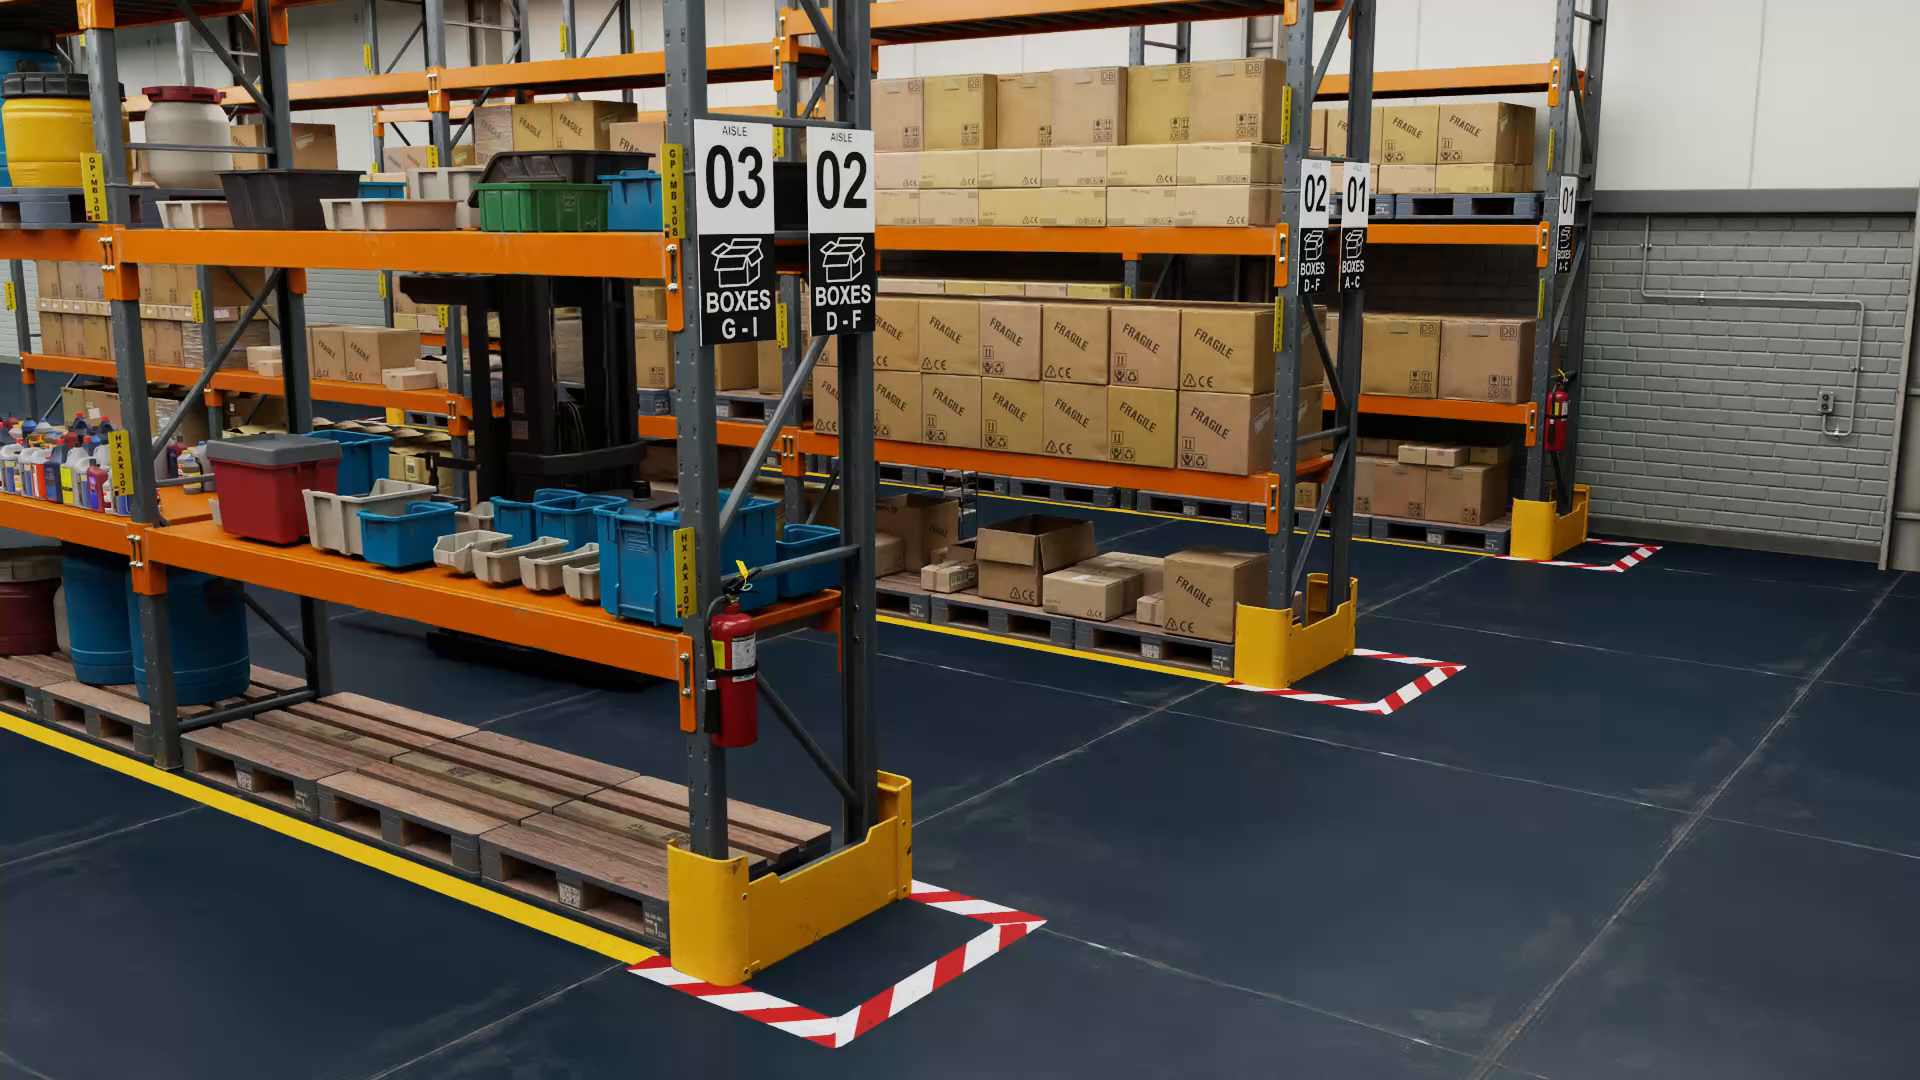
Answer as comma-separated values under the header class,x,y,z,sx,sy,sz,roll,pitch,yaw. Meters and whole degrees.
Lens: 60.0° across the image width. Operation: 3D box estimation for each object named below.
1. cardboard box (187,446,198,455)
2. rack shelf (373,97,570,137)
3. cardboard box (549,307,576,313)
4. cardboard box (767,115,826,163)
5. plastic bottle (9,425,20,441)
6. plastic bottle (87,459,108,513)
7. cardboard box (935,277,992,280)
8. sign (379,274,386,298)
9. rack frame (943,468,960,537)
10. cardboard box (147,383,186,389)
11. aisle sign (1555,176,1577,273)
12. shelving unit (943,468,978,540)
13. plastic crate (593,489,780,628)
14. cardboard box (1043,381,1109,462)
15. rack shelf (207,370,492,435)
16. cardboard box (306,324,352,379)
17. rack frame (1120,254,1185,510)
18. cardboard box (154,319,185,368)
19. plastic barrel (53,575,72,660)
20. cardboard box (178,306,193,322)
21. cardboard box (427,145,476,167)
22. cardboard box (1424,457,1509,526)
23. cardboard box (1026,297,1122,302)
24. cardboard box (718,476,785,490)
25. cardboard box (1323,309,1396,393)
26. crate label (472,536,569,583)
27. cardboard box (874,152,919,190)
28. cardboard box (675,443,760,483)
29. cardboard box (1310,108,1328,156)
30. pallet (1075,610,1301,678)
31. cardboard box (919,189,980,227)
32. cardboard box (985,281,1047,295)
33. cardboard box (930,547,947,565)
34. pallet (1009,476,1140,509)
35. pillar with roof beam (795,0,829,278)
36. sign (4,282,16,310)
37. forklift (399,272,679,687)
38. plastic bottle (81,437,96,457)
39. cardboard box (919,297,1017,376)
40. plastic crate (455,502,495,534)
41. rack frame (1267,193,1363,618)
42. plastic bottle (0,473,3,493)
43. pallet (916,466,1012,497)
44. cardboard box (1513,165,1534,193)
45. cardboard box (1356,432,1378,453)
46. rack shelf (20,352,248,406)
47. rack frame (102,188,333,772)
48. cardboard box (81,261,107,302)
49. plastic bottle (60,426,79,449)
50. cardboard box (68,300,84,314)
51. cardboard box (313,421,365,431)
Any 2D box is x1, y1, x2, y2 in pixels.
class,x,y,z,sx,sy,sz,roll,pitch,yaw
cardboard box,-7.933,-0.869,17.756,0.500,0.250,0.500,8,13,36
rack shelf,-6.113,-5.568,22.021,4.000,0.370,1.077,8,13,36
cardboard box,-5.065,-3.063,21.332,0.500,0.500,0.500,8,13,35
cardboard box,-1.344,-2.939,12.796,0.600,0.600,0.600,6,13,30
plastic bottle,-6.294,-0.667,11.102,0.097,0.201,0.097,0,11,0
plastic bottle,-4.640,-0.293,8.954,0.133,0.283,0.061,8,13,36
cardboard box,0.069,-2.748,18.262,0.500,0.250,0.500,8,13,34
sign,-8.046,-3.544,23.173,0.005,0.325,0.100,8,13,36
rack frame,-0.075,-0.452,14.999,0.006,0.900,0.240,8,13,36
cardboard box,-9.231,-1.543,19.267,0.500,0.500,0.500,8,13,36
aisle sign,5.051,-2.626,13.861,0.004,0.787,0.394,8,13,36
shelving unit,0.007,-0.441,14.940,0.210,0.900,0.258,8,13,36
plastic crate,-1.073,0.057,6.585,0.499,0.435,0.616,8,13,36
cardboard box,0.901,-0.817,11.093,0.500,0.500,0.500,8,14,36
rack shelf,-5.818,-1.416,16.344,4.000,0.370,1.077,8,13,36
cardboard box,-6.396,-1.895,16.663,0.500,0.500,0.500,9,14,40
rack frame,1.947,-1.853,16.711,0.127,3.000,1.000,8,13,36
cardboard box,-8.220,-2.150,17.983,0.500,0.500,0.700,8,13,35
plastic barrel,-5.318,0.458,10.208,0.421,0.512,0.421,0,11,0
cardboard box,-7.974,-2.387,17.501,0.250,0.149,0.380,8,13,34
cardboard box,-6.764,-5.024,22.257,0.500,0.500,0.500,8,14,37
cardboard box,4.548,-0.446,14.912,0.500,0.500,0.700,8,13,36
cardboard box,0.804,-1.446,11.714,0.500,0.500,0.500,8,13,35
cardboard box,-1.664,-0.233,13.760,0.500,0.500,0.500,8,14,36
cardboard box,3.552,-1.774,15.511,0.700,0.700,0.980,7,13,33
crate label,-1.921,0.087,7.219,0.243,0.136,0.396,8,13,36
cardboard box,-0.333,-2.590,11.703,0.500,0.250,0.500,8,13,36
cardboard box,-2.034,-0.655,13.969,0.500,0.250,0.500,8,14,36
cardboard box,3.175,-3.641,15.107,0.500,0.500,0.500,8,14,36
pallet,1.538,0.627,11.236,1.213,0.211,1.003,8,13,36
cardboard box,0.066,-2.288,11.455,0.500,0.250,0.500,8,13,36
cardboard box,0.602,-2.556,17.271,0.500,0.250,0.500,8,14,37
cardboard box,-0.017,0.143,12.741,0.250,0.149,0.380,8,13,36
pallet,1.281,-0.559,17.365,1.213,0.211,1.003,8,13,36
pillar with roof beam,-4.361,-4.868,16.499,0.400,9.000,9.100,8,13,36
sign,-10.987,-2.823,19.237,0.005,0.325,0.100,8,13,36
forklift,-2.945,-0.728,11.078,3.031,2.935,1.130,7,13,33
plastic bottle,-4.915,-0.408,9.373,0.185,0.351,0.144,8,13,36
cardboard box,0.061,-1.422,11.590,0.500,0.500,0.500,7,13,34
plastic crate,-2.336,-0.087,8.117,0.466,0.136,0.293,8,13,36
rack frame,2.242,-0.645,10.465,0.127,3.000,1.000,8,13,36
plastic bottle,-5.532,-0.382,9.628,0.097,0.201,0.097,0,11,0
pallet,0.293,-0.696,18.073,1.213,0.211,1.003,8,13,36
cardboard box,4.728,-3.177,14.685,0.500,0.250,0.500,9,14,38
cardboard box,3.744,-0.923,15.671,0.250,0.149,0.380,8,14,36
rack shelf,-9.042,-1.865,18.669,4.000,0.370,1.077,8,13,36
rack frame,-3.917,-0.336,8.872,0.127,3.000,1.000,8,13,36
cardboard box,-9.409,-2.954,18.724,0.500,0.500,0.700,8,14,36
plastic bottle,-5.578,-0.577,10.424,0.133,0.283,0.061,8,13,36
cardboard box,-9.849,-2.648,18.847,0.250,0.149,0.380,8,13,35
cardboard box,-6.511,-1.066,17.300,0.500,0.311,0.500,8,14,37
